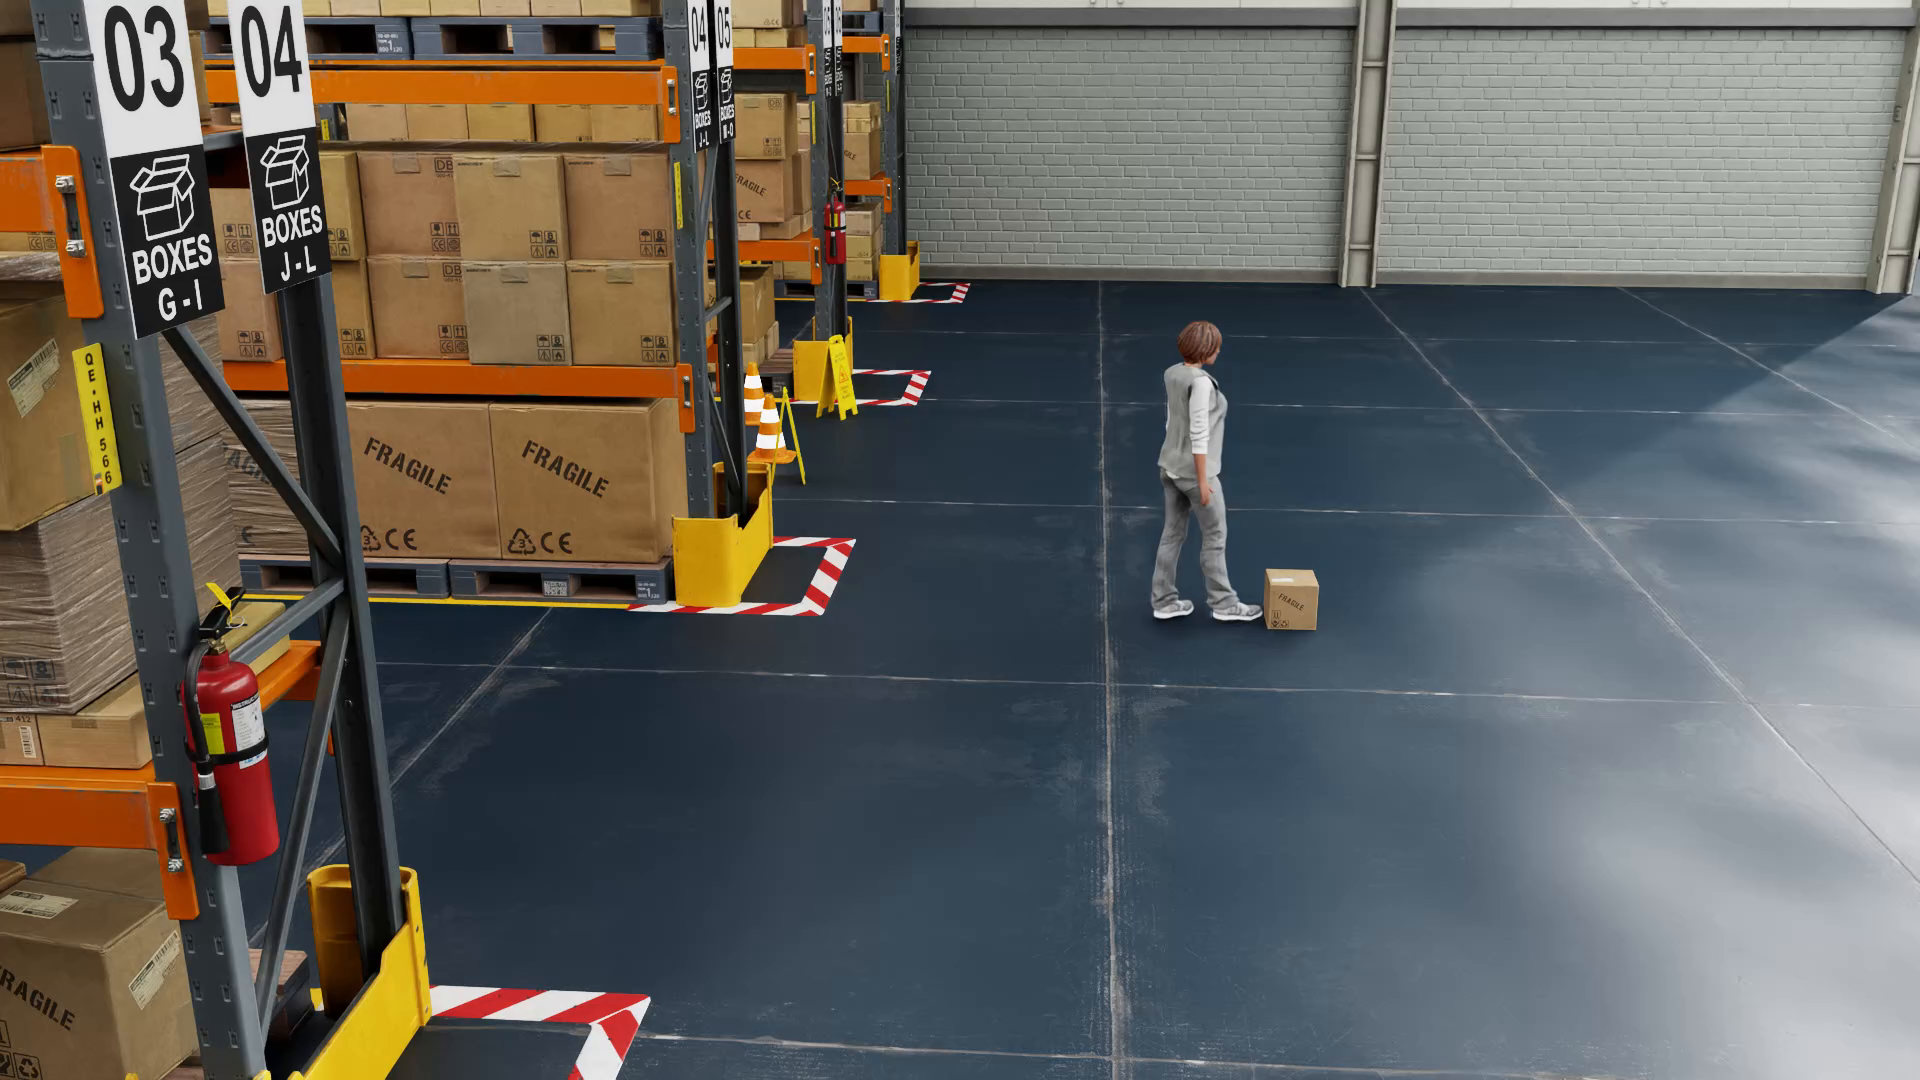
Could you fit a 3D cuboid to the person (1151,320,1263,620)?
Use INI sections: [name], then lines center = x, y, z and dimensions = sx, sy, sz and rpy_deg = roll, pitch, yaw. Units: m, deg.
[person]
center = 1.278, -0.357, 8.645
dimensions = 0.565, 1.594, 0.438
rpy_deg = -7, 19, -21
